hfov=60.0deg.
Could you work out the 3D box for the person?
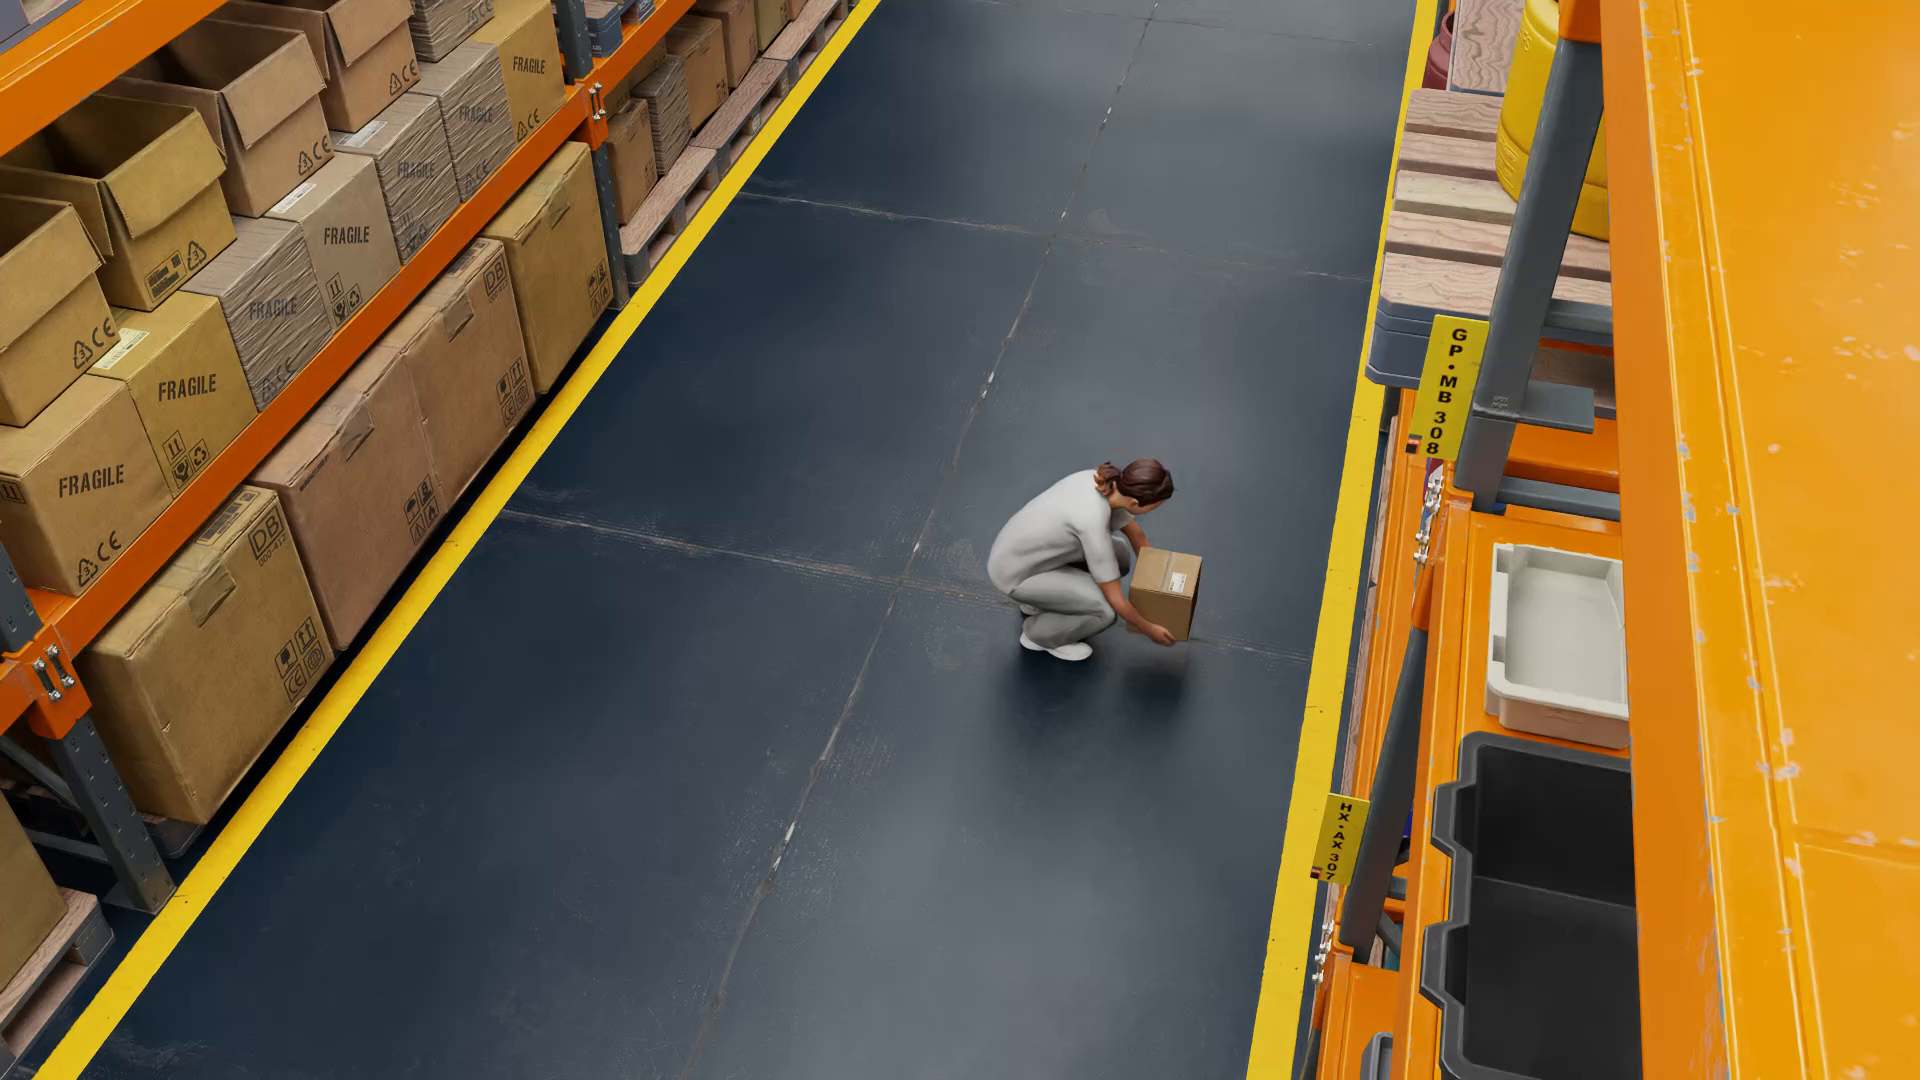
[{"bbox_3d":[0.512,0.052,6.668,0.798,0.937,0.483,10,42,11],"label":"person"}]
